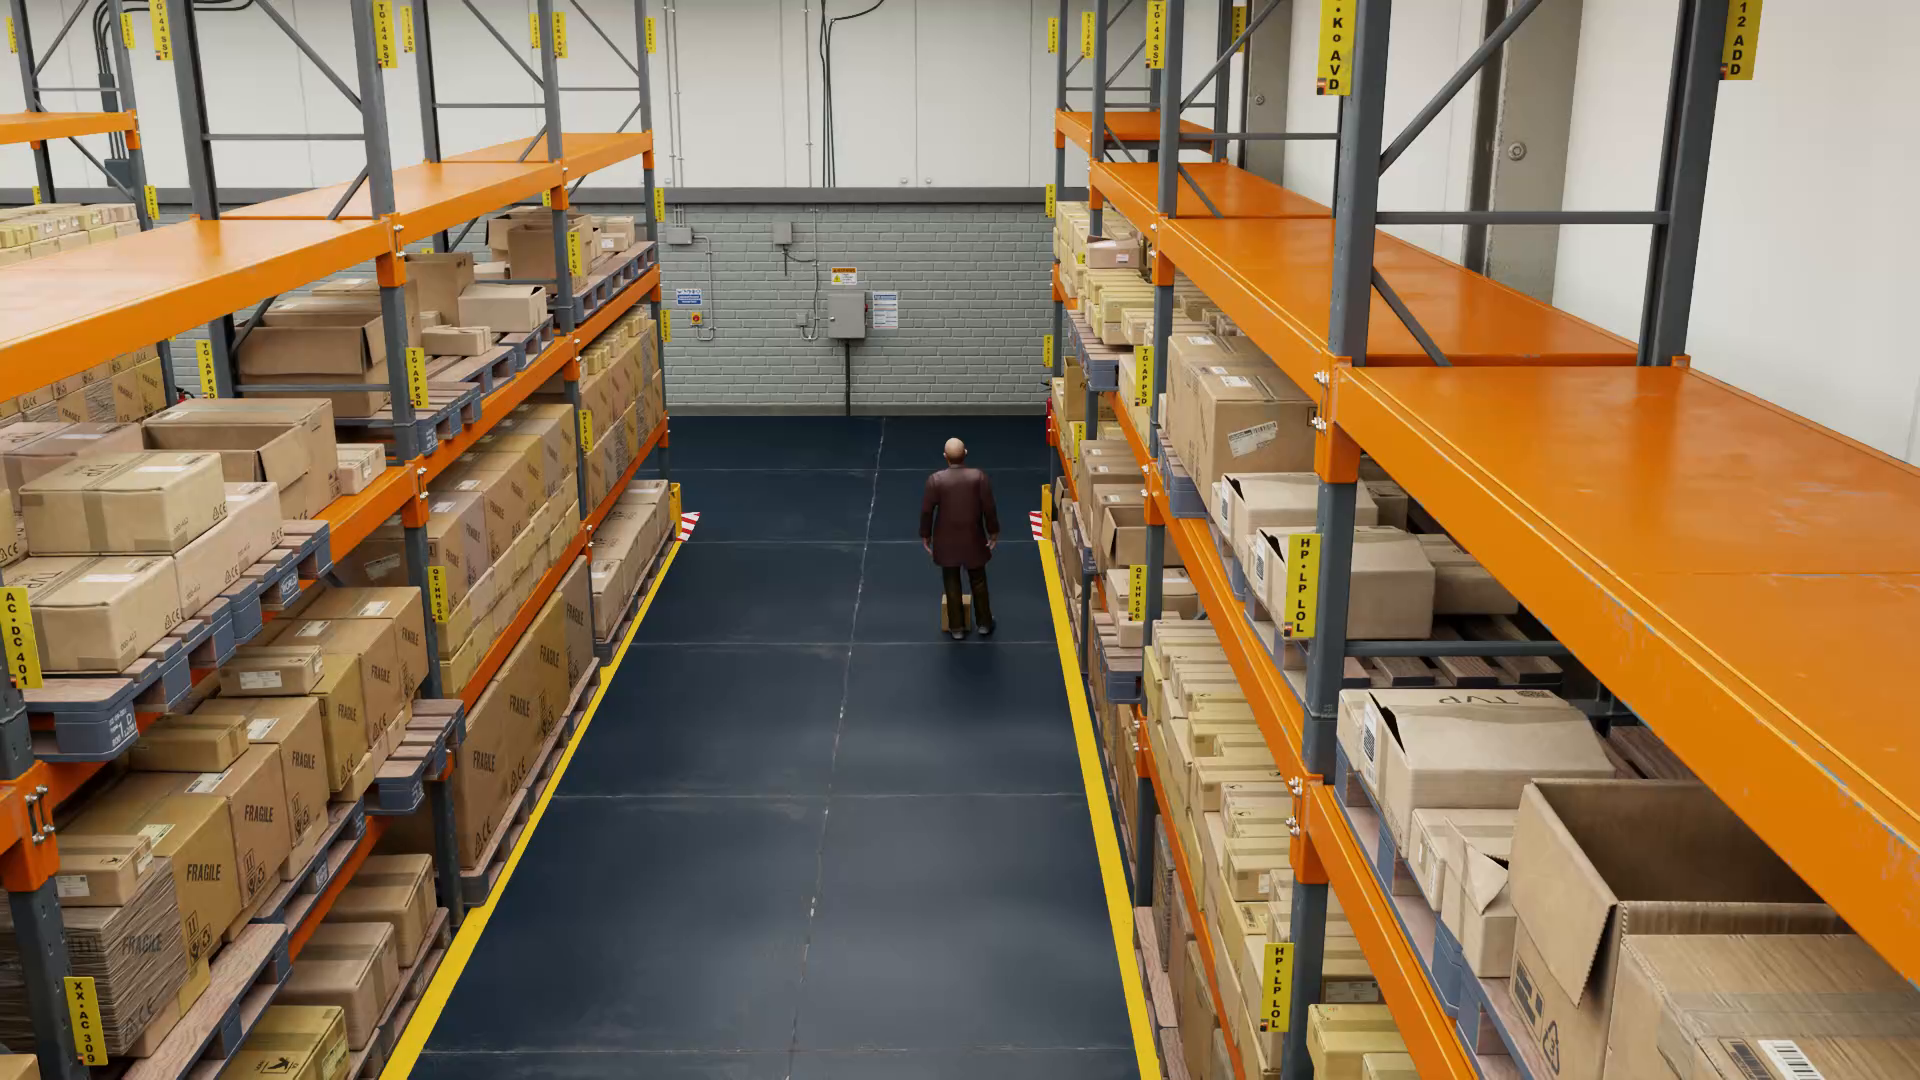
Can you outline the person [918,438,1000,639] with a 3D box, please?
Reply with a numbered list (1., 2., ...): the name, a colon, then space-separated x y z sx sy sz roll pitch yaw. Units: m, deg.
1. person: -0.006 -0.042 14.288 0.698 1.780 0.579 0 17 0
